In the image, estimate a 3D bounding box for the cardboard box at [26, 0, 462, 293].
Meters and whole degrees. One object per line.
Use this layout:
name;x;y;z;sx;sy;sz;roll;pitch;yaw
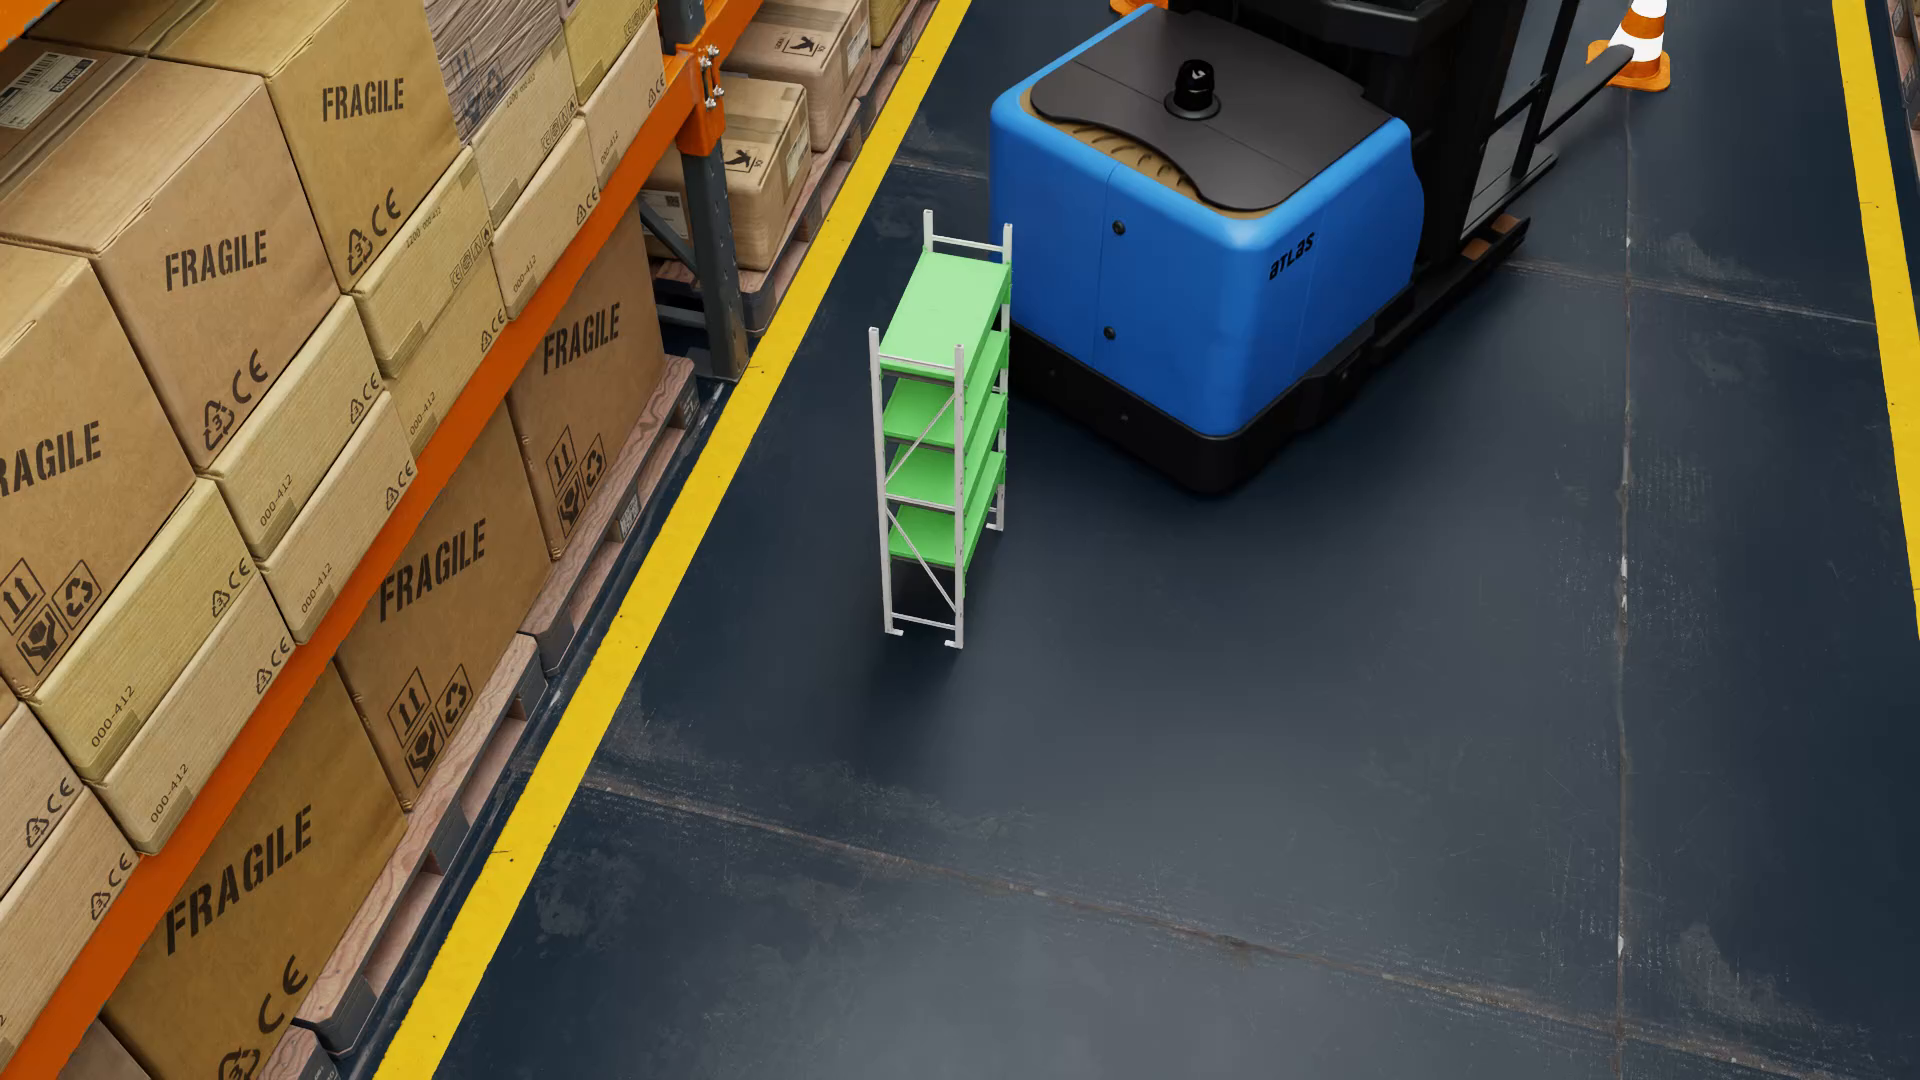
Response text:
cardboard box;-1.378;-0.877;3.290;0.500;0.500;0.500;12;50;10

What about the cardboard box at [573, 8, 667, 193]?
cardboard box;-1.113;-1.203;4.411;0.500;0.250;0.500;10;49;9

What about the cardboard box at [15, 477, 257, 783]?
cardboard box;-1.626;0.103;2.925;0.500;0.250;0.500;12;50;11

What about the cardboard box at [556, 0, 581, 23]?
cardboard box;-1.114;-1.608;3.935;0.500;0.500;0.500;10;49;9

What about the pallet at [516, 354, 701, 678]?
pallet;-1.510;-0.191;5.278;1.003;0.211;1.213;12;50;10

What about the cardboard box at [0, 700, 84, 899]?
cardboard box;-1.785;0.463;2.607;0.500;0.250;0.500;12;50;11

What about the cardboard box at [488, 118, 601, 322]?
cardboard box;-1.232;-0.830;4.082;0.500;0.250;0.500;12;50;11

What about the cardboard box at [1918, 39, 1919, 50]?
cardboard box;4.291;-1.890;6.138;1.050;0.750;0.750;12;50;10

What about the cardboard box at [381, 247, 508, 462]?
cardboard box;-1.380;-0.469;3.763;0.500;0.250;0.500;11;50;10

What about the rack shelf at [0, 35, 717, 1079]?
rack shelf;-1.757;0.015;3.716;1.077;0.370;4.000;12;50;10

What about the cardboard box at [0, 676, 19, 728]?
cardboard box;-1.783;0.225;2.317;0.500;0.500;0.500;11;50;10

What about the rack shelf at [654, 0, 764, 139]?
rack shelf;-0.704;-2.878;6.269;1.077;0.370;4.000;12;50;10

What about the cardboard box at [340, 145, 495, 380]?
cardboard box;-1.359;-0.639;3.580;0.500;0.250;0.500;10;49;9

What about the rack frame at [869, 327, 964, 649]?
rack frame;-0.108;-0.101;4.539;0.240;1.200;0.015;12;50;10

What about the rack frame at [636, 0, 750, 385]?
rack frame;-1.230;-1.669;4.723;1.000;3.000;0.127;12;50;10

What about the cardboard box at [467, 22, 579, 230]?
cardboard box;-1.244;-1.013;3.910;0.500;0.250;0.500;10;49;9

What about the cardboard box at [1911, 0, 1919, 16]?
cardboard box;4.548;-2.587;6.753;1.050;0.750;0.750;11;50;10

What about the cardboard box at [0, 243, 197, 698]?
cardboard box;-1.648;-0.137;2.637;0.500;0.500;0.500;10;49;9

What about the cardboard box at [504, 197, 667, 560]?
cardboard box;-1.492;-0.622;4.935;0.875;0.875;0.875;11;50;10

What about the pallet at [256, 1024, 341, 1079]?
pallet;-2.153;1.574;3.720;1.003;0.211;1.213;12;50;10

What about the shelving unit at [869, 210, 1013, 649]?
shelving unit;-0.044;-0.277;4.694;0.258;1.200;0.503;12;50;10

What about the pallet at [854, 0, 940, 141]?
pallet;-0.700;-2.191;7.043;1.003;0.211;1.213;12;50;10

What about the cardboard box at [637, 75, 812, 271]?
cardboard box;-1.072;-1.345;5.909;0.950;0.372;0.625;9;49;7

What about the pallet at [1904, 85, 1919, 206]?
pallet;4.175;-1.278;6.237;1.003;0.211;1.213;12;50;10

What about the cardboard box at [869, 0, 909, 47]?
cardboard box;-0.680;-2.428;6.865;0.950;0.372;0.625;13;50;11

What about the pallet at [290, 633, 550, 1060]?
pallet;-1.833;0.688;4.502;1.003;0.211;1.213;12;50;10

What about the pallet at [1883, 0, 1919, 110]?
pallet;4.494;-2.163;7.018;1.003;0.211;1.213;12;50;10

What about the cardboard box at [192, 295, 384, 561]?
cardboard box;-1.495;-0.263;3.248;0.500;0.250;0.500;10;49;9

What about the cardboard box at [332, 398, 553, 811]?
cardboard box;-1.731;0.022;4.367;0.875;0.875;0.875;12;50;10

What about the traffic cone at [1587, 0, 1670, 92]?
traffic cone;2.815;-2.147;6.837;0.336;0.463;0.334;12;50;10

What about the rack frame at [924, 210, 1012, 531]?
rack frame;0.021;-0.454;4.850;0.240;1.200;0.015;12;50;10

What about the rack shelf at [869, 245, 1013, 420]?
rack shelf;-0.044;-0.553;4.383;0.258;0.148;0.480;12;50;10

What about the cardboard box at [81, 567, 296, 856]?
cardboard box;-1.627;0.265;3.115;0.500;0.250;0.500;11;50;10

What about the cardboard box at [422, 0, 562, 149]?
cardboard box;-1.241;-1.235;3.606;0.500;0.500;0.500;12;50;11

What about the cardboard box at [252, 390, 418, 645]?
cardboard box;-1.487;-0.095;3.433;0.500;0.250;0.500;11;49;9

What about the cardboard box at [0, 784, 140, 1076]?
cardboard box;-1.778;0.633;2.791;0.500;0.250;0.500;10;49;9

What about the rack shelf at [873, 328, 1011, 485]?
rack shelf;-0.044;-0.394;4.562;0.258;0.148;0.480;12;50;10

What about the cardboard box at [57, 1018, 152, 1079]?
cardboard box;-2.197;1.324;3.218;0.875;0.875;0.875;13;50;11

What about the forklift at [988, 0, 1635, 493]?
forklift;1.445;-2.138;5.182;1.130;2.935;3.031;35;57;27

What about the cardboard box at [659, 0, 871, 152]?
cardboard box;-0.885;-1.881;6.382;0.950;0.372;0.625;11;49;9

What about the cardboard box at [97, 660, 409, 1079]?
cardboard box;-1.967;0.669;3.796;0.875;0.875;0.875;13;50;11

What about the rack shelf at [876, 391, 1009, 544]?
rack shelf;-0.044;-0.235;4.742;0.258;0.148;0.480;12;50;10

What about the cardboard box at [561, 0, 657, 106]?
cardboard box;-1.112;-1.385;4.238;0.500;0.250;0.500;11;50;10

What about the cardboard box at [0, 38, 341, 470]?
cardboard box;-1.518;-0.512;2.968;0.500;0.500;0.500;11;49;9

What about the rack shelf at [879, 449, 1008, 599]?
rack shelf;-0.044;-0.076;4.922;0.258;0.148;0.480;12;50;10

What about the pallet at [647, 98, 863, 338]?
pallet;-1.023;-1.312;6.267;1.003;0.211;1.213;12;50;10

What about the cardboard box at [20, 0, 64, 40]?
cardboard box;-1.868;-0.993;3.392;0.500;0.500;0.500;13;50;11

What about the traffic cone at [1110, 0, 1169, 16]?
traffic cone;0.847;-2.550;7.192;0.336;0.463;0.334;12;50;10
